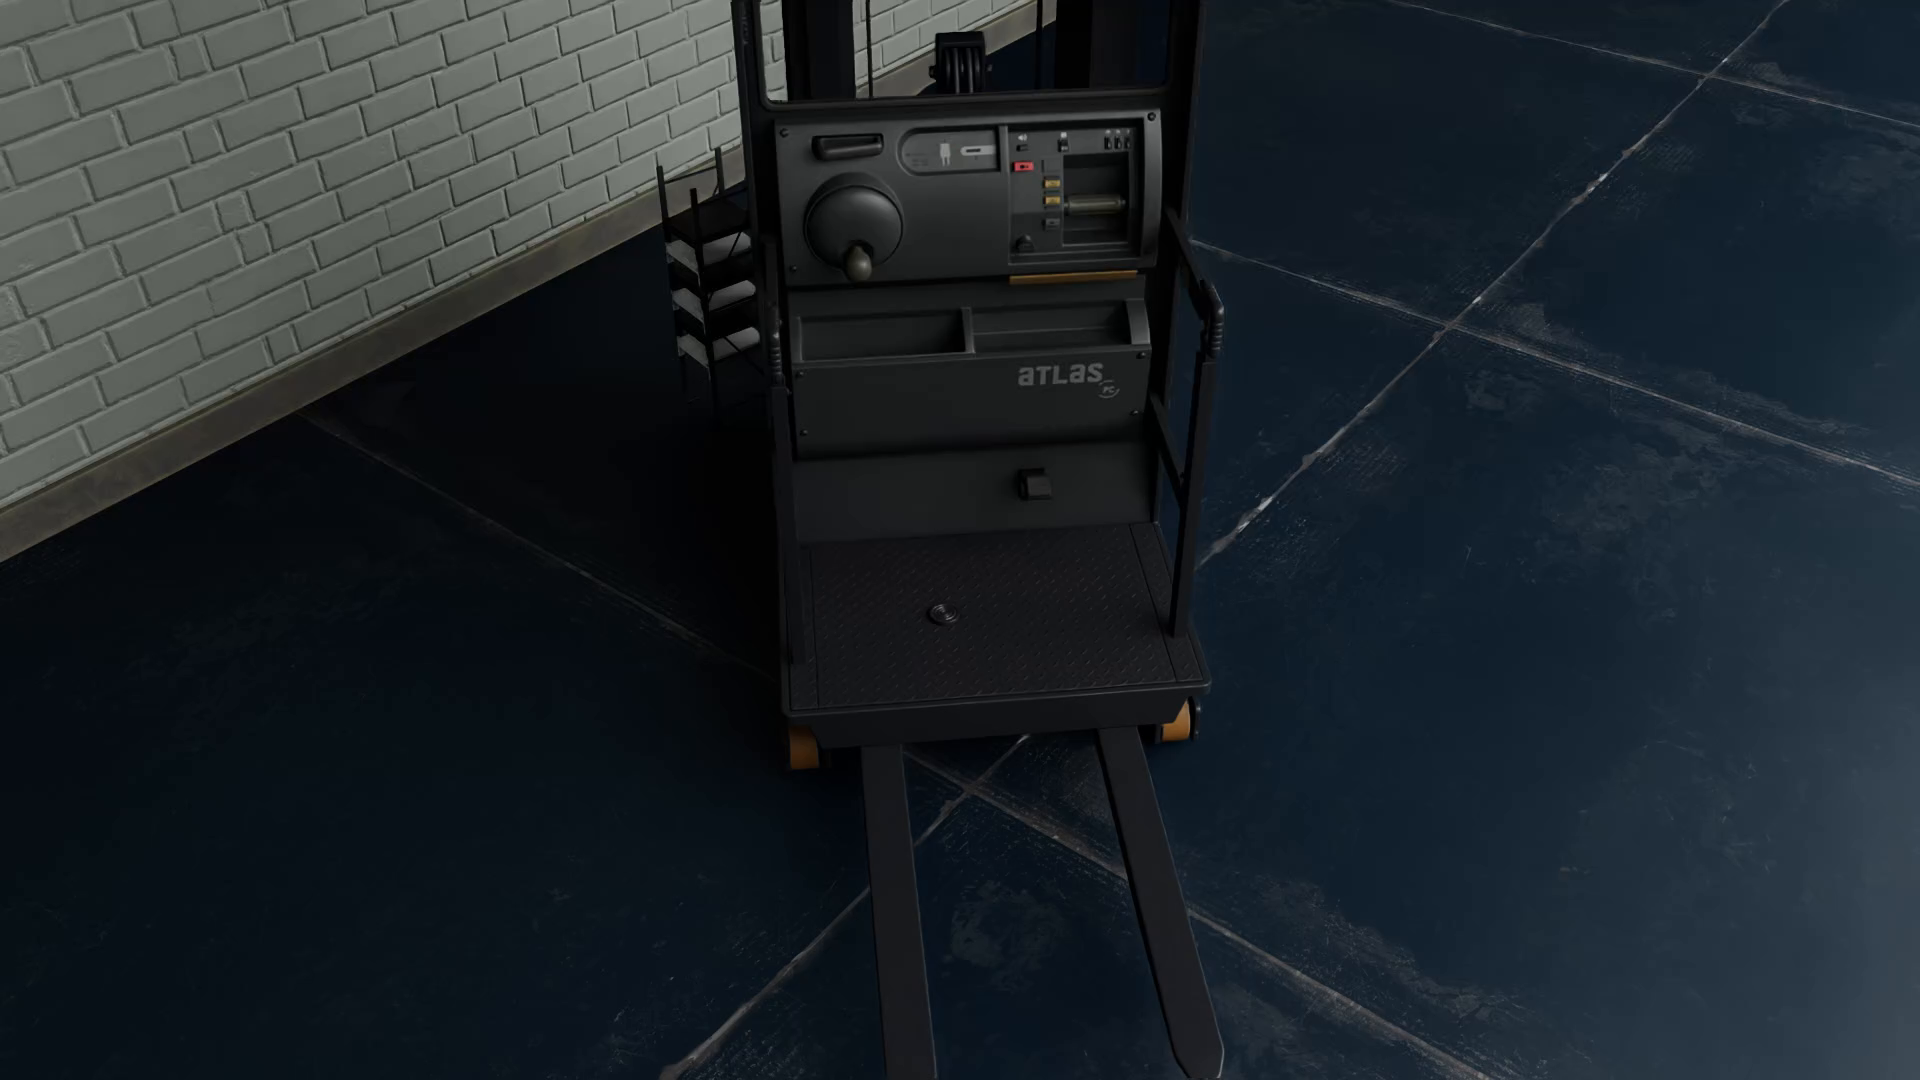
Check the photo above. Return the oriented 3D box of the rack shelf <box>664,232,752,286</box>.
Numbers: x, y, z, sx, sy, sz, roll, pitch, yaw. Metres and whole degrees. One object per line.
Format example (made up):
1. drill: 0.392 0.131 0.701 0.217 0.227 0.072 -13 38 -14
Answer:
1. rack shelf: -0.812 -0.949 5.494 0.258 0.077 0.200 -26 45 -30

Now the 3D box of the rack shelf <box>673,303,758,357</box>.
1. rack shelf: -0.812 -0.736 5.660 0.258 0.077 0.200 -26 45 -30

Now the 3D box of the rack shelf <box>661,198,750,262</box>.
1. rack shelf: -0.812 -1.020 5.438 0.258 0.077 0.200 -26 45 -30

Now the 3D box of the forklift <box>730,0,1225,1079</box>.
1. forklift: 0.050 -0.763 3.847 1.130 2.935 3.031 -4 38 -5

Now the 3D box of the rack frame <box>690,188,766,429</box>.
1. rack frame: -0.748 -0.784 5.522 0.240 0.900 0.006 -26 45 -30

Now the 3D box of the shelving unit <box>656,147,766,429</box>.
1. shelving unit: -0.812 -0.833 5.584 0.258 0.900 0.210 -26 45 -30

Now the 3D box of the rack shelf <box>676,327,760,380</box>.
1. rack shelf: -0.812 -0.665 5.716 0.258 0.077 0.200 -26 45 -30

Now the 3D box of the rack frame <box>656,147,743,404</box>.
1. rack frame: -0.876 -0.882 5.647 0.240 0.900 0.006 -26 45 -30

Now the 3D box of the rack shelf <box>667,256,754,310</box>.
1. rack shelf: -0.812 -0.878 5.549 0.258 0.077 0.200 -26 45 -30

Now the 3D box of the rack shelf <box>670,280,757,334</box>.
1. rack shelf: -0.812 -0.807 5.605 0.258 0.077 0.200 -26 45 -30
